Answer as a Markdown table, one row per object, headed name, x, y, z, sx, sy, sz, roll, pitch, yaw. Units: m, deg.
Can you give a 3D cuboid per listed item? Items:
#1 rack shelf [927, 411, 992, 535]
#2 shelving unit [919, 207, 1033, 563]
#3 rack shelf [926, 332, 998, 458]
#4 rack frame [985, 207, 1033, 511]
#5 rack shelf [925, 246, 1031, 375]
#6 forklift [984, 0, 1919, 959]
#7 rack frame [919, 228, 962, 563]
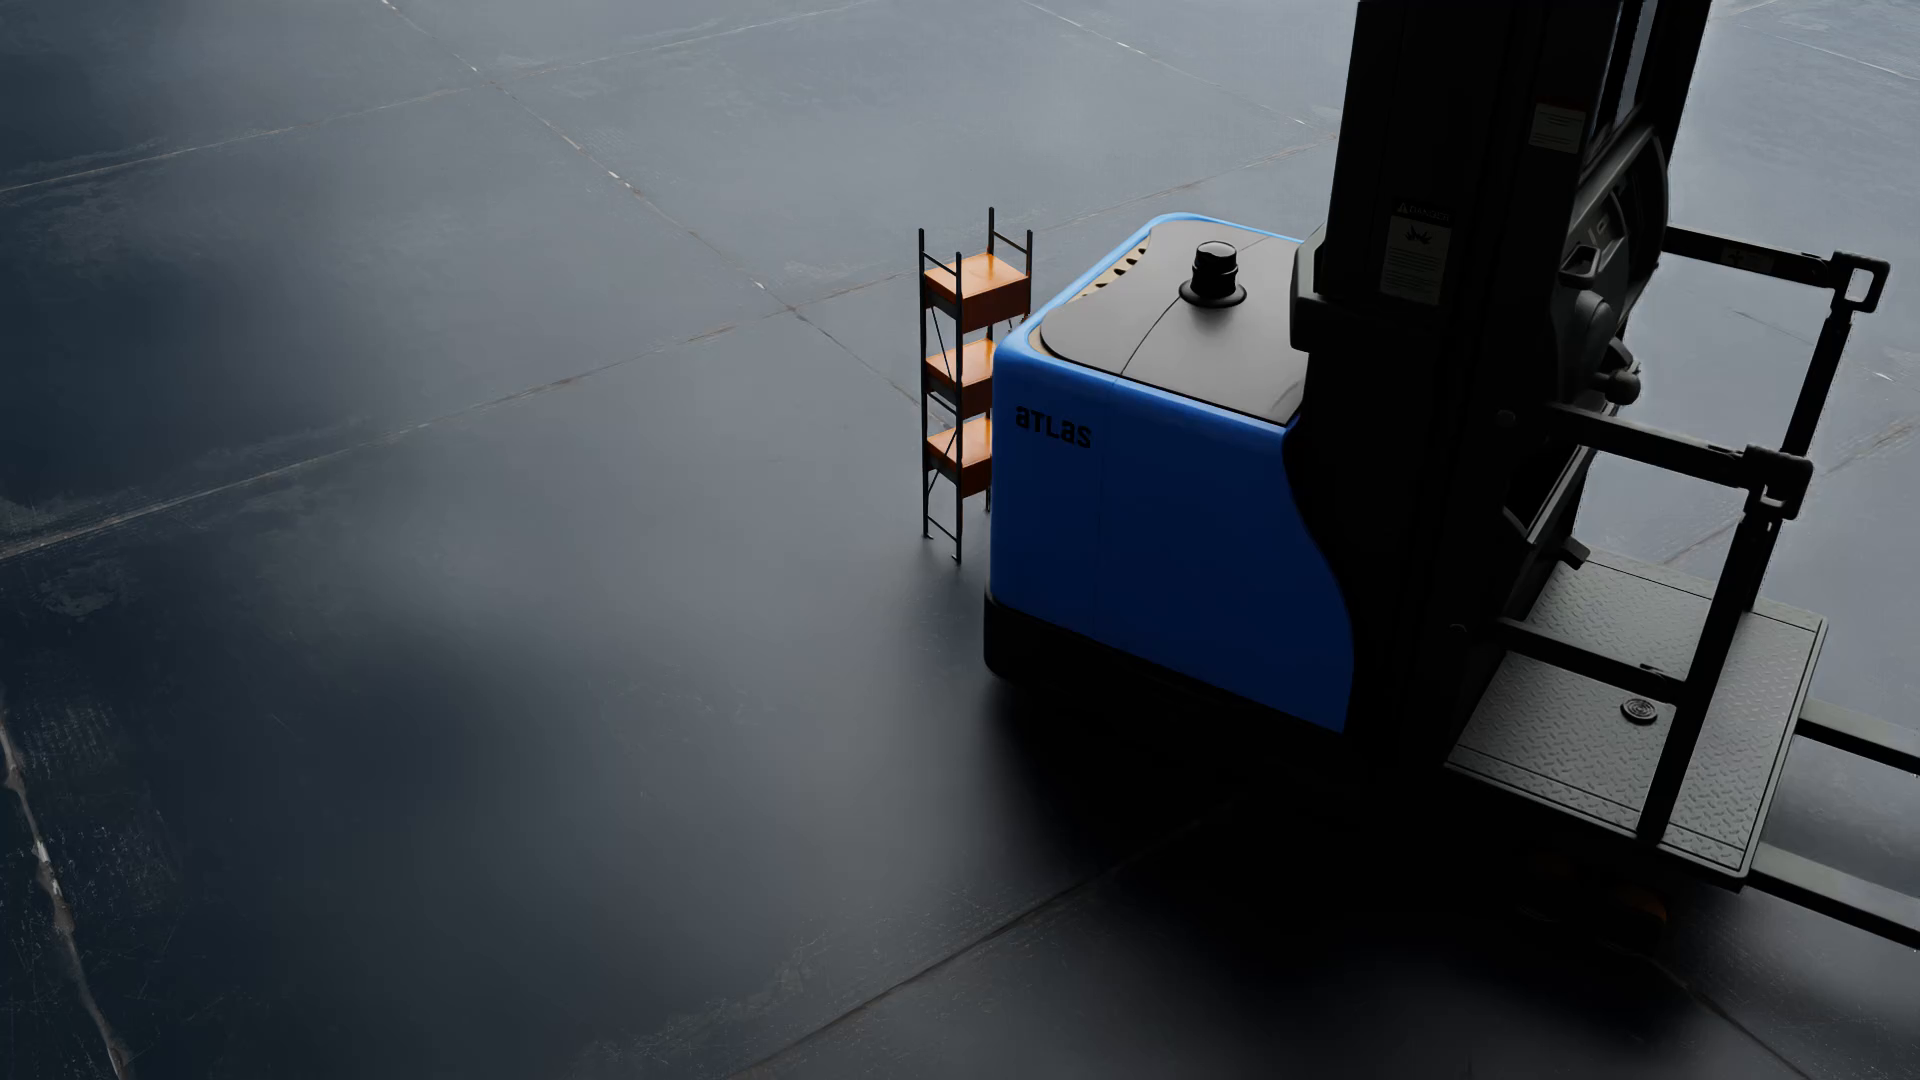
| name | x | y | z | sx | sy | sz | roll | pitch | yaw |
| --- | --- | --- | --- | --- | --- | --- | --- | --- | --- |
| rack shelf | 0.044 | -0.210 | 5.137 | 0.240 | 0.259 | 0.215 | -22 | 41 | -28 |
| shelving unit | 0.044 | -0.444 | 4.968 | 0.252 | 1.050 | 0.215 | -22 | 41 | -28 |
| rack shelf | 0.044 | -0.436 | 4.975 | 0.240 | 0.259 | 0.215 | -22 | 41 | -28 |
| rack frame | 0.143 | -0.485 | 5.026 | 0.008 | 1.050 | 0.200 | -22 | 41 | -28 |
| rack shelf | 0.044 | -0.666 | 4.809 | 0.240 | 0.259 | 0.215 | -22 | 41 | -28 |
| forklift | 1.588 | -0.575 | 3.539 | 3.031 | 2.935 | 1.130 | 20 | 40 | 26 |
| rack frame | -0.056 | -0.403 | 4.911 | 0.008 | 1.050 | 0.200 | -22 | 41 | -28 |
